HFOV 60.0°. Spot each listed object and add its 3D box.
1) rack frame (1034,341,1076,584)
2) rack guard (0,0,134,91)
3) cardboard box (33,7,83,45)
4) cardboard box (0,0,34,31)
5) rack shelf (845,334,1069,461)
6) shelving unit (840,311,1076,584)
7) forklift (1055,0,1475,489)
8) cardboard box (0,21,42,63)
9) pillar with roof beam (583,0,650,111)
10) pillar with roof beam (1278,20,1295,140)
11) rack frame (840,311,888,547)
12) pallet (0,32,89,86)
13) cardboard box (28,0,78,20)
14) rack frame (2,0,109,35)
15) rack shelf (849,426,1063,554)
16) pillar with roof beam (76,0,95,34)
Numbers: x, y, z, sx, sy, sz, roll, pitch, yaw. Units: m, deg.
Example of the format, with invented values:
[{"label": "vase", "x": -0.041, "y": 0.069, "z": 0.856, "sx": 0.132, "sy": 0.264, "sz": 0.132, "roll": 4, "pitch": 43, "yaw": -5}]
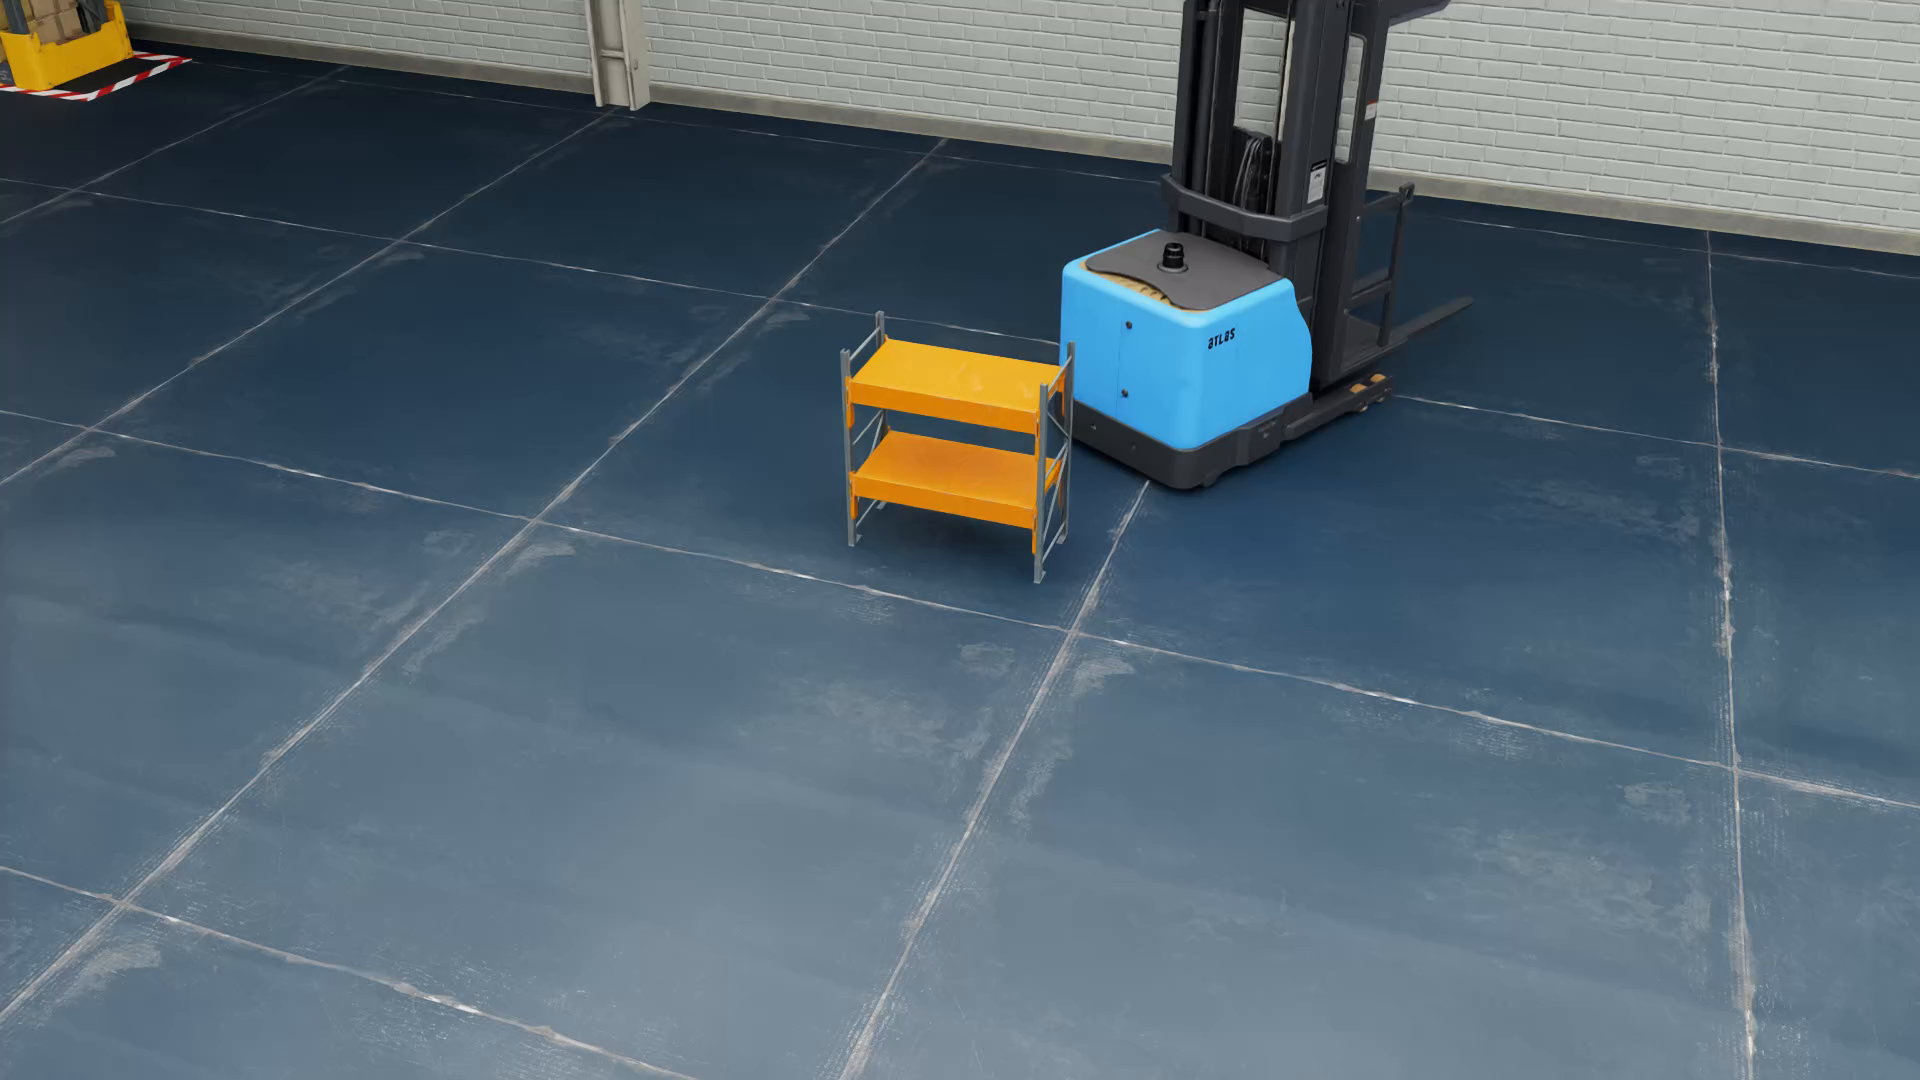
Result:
[{"label": "rack frame", "x": 0.472, "y": -0.381, "z": 8.303, "sx": 0.032, "sy": 1.125, "sz": 0.500, "roll": 11, "pitch": 34, "yaw": 16}, {"label": "rack guard", "x": -8.255, "y": -4.593, "z": 15.402, "sx": 0.348, "sy": 0.500, "sz": 1.175, "roll": 11, "pitch": 34, "yaw": 16}, {"label": "cardboard box", "x": -8.674, "y": -4.858, "z": 15.657, "sx": 0.500, "sy": 0.250, "sz": 0.500, "roll": 11, "pitch": 34, "yaw": 17}, {"label": "cardboard box", "x": -8.841, "y": -4.808, "z": 15.118, "sx": 0.500, "sy": 0.250, "sz": 0.500, "roll": 11, "pitch": 34, "yaw": 16}, {"label": "rack shelf", "x": -0.006, "y": -0.720, "z": 8.288, "sx": 1.000, "sy": 0.278, "sz": 0.538, "roll": 11, "pitch": 34, "yaw": 16}, {"label": "shelving unit", "x": -0.006, "y": -0.474, "z": 8.447, "sx": 1.048, "sy": 1.125, "sz": 0.538, "roll": 11, "pitch": 34, "yaw": 16}, {"label": "forklift", "x": 1.981, "y": -2.184, "z": 9.430, "sx": 3.031, "sy": 2.935, "sz": 1.130, "roll": -26, "pitch": 41, "yaw": -34}, {"label": "cardboard box", "x": -8.826, "y": -4.593, "z": 15.246, "sx": 0.500, "sy": 0.250, "sz": 0.500, "roll": 11, "pitch": 35, "yaw": 17}, {"label": "pillar with roof beam", "x": -4.433, "y": -5.459, "z": 8.909, "sx": 0.400, "sy": 9.000, "sz": 9.100, "roll": 11, "pitch": 34, "yaw": 16}, {"label": "pillar with roof beam", "x": 1.215, "y": -4.361, "z": 7.208, "sx": 0.400, "sy": 9.000, "sz": 9.100, "roll": 11, "pitch": 34, "yaw": 16}, {"label": "rack frame", "x": -0.485, "y": -0.567, "z": 8.591, "sx": 0.032, "sy": 1.125, "sz": 0.500, "roll": 11, "pitch": 34, "yaw": 16}, {"label": "pallet", "x": -9.012, "y": -4.594, "z": 15.671, "sx": 1.213, "sy": 0.211, "sz": 1.003, "roll": 11, "pitch": 34, "yaw": 16}, {"label": "cardboard box", "x": -8.650, "y": -5.071, "z": 15.525, "sx": 0.500, "sy": 0.250, "sz": 0.500, "roll": 12, "pitch": 35, "yaw": 17}, {"label": "rack frame", "x": -8.278, "y": -5.647, "z": 14.731, "sx": 0.127, "sy": 3.000, "sz": 1.000, "roll": 11, "pitch": 34, "yaw": 16}, {"label": "rack shelf", "x": -0.006, "y": -0.268, "z": 8.579, "sx": 1.000, "sy": 0.278, "sz": 0.538, "roll": 11, "pitch": 34, "yaw": 16}, {"label": "pillar with roof beam", "x": -10.081, "y": -6.557, "z": 10.610, "sx": 0.400, "sy": 9.000, "sz": 9.100, "roll": 11, "pitch": 34, "yaw": 16}]
